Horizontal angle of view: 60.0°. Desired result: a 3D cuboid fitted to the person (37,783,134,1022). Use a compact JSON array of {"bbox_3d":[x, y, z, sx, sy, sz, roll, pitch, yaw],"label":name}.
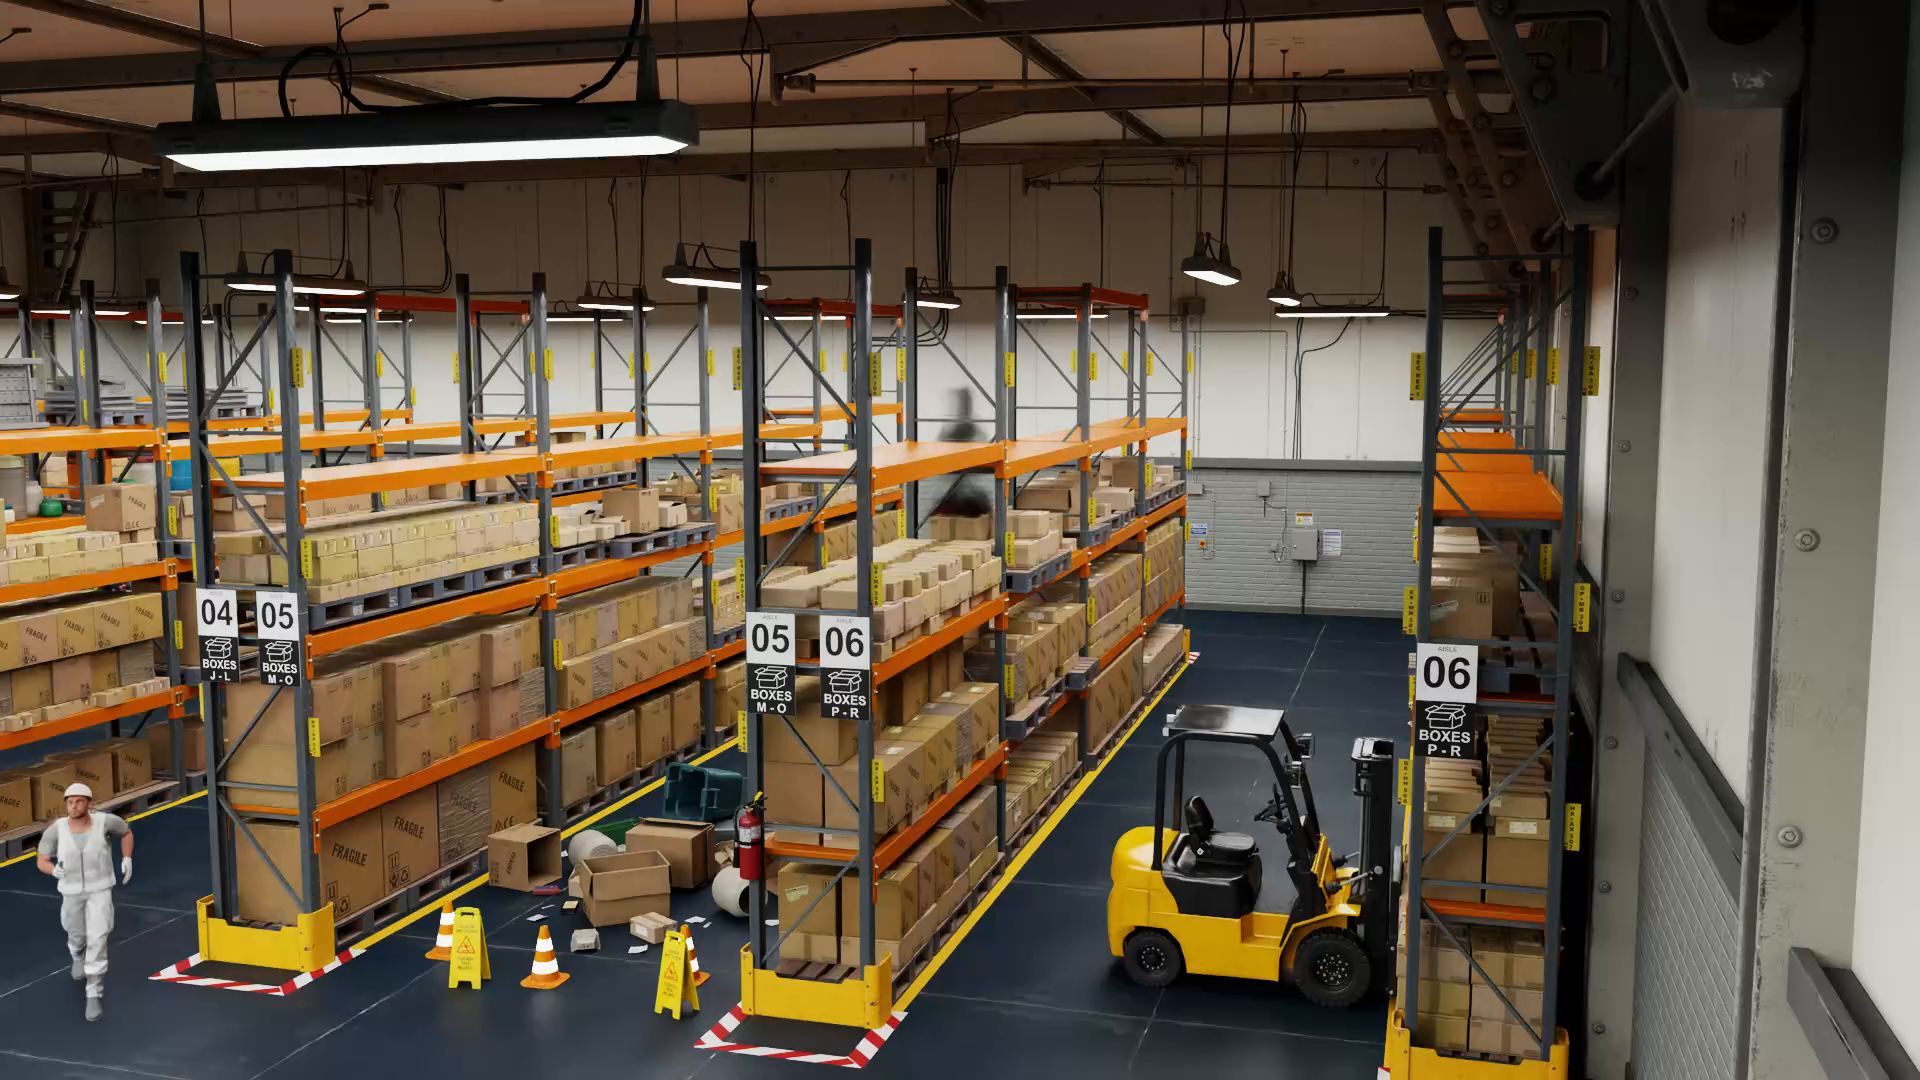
[{"bbox_3d":[-6.944,2.795,13.241,0.671,1.799,1.002,-2,7,-20],"label":"person"}]
